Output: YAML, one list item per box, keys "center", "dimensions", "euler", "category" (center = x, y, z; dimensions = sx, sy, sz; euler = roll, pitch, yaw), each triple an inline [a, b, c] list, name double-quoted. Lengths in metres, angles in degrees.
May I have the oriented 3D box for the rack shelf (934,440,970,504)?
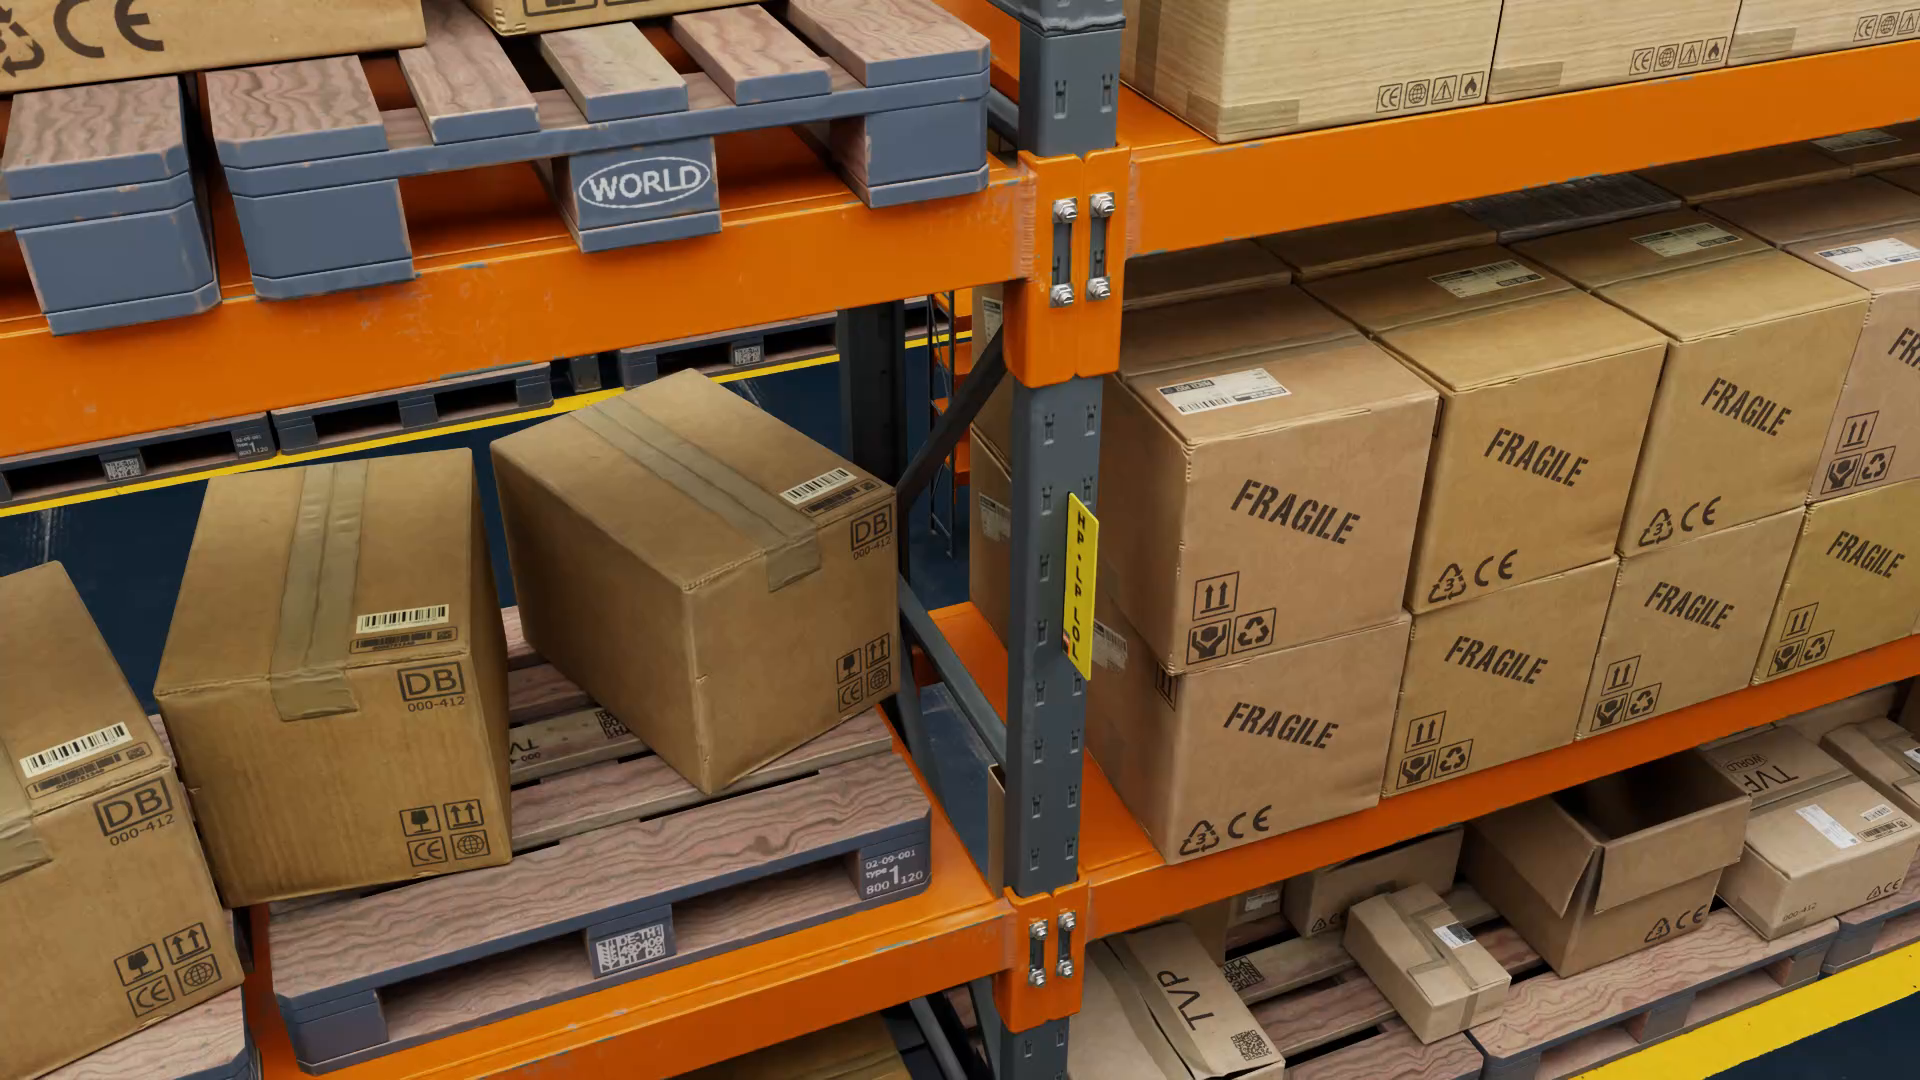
- center: [0.153, -0.315, 6.621]
  dimensions: [0.480, 0.148, 0.258]
  euler: [-13, 35, -19]
  category: "rack shelf"

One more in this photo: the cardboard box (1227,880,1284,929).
- center: [0.723, 0.927, 4.785]
  dimensions: [0.250, 0.149, 0.380]
  euler: [-13, 35, -19]
  category: "cardboard box"

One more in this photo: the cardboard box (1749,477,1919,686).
- center: [1.961, -0.046, 3.978]
  dimensions: [0.500, 0.500, 0.500]
  euler: [-13, 35, -20]
  category: "cardboard box"

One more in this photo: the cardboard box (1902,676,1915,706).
- center: [3.153, 0.371, 5.640]
  dimensions: [0.250, 0.149, 0.380]
  euler: [-13, 35, -19]
  category: "cardboard box"

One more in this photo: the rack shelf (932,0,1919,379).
- center: [1.829, -1.089, 3.582]
  dimensions: [4.000, 0.370, 1.077]
  euler: [-13, 35, -19]
  category: "rack shelf"

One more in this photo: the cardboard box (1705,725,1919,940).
- center: [2.379, 0.837, 4.831]
  dimensions: [0.500, 0.250, 0.500]
  euler: [-13, 35, -19]
  category: "cardboard box"

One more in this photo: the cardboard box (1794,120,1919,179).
- center: [2.219, -0.838, 4.279]
  dimensions: [0.500, 0.500, 0.500]
  euler: [-12, 35, -18]
  category: "cardboard box"

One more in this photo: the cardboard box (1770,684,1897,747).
- center: [2.600, 0.490, 5.364]
  dimensions: [0.500, 0.250, 0.500]
  euler: [-13, 35, -19]
  category: "cardboard box"

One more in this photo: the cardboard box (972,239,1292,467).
- center: [0.351, -0.409, 3.619]
  dimensions: [0.500, 0.500, 0.500]
  euler: [-13, 35, -19]
  category: "cardboard box"

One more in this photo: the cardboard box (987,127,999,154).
- center: [0.014, -2.106, 8.549]
  dimensions: [0.250, 0.149, 0.380]
  euler: [-13, 35, -18]
  category: "cardboard box"

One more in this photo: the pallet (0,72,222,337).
- center: [-1.599, -0.566, 2.292]
  dimensions: [1.003, 0.211, 1.213]
  euler: [-13, 35, -19]
  category: "pallet"

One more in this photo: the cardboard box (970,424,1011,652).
- center: [0.346, 0.013, 3.888]
  dimensions: [0.500, 0.500, 0.500]
  euler: [-12, 35, -18]
  category: "cardboard box"

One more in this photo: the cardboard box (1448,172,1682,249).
- center: [1.287, -0.625, 3.951]
  dimensions: [0.500, 0.500, 0.500]
  euler: [-13, 35, -19]
  category: "cardboard box"

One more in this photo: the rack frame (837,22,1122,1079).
- center: [-0.015, 0.289, 3.555]
  dimensions: [0.127, 3.000, 1.000]
  euler: [-13, 35, -19]
  category: "rack frame"

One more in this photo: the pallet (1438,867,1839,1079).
- center: [1.745, 1.054, 4.937]
  dimensions: [1.213, 0.211, 1.003]
  euler: [-13, 35, -19]
  category: "pallet"

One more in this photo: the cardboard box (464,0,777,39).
- center: [-0.508, -1.159, 2.462]
  dimensions: [0.600, 0.600, 0.600]
  euler: [-16, 36, -23]
  category: "cardboard box"

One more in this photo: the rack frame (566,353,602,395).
- center: [-1.937, -2.201, 7.382]
  dimensions: [0.127, 3.000, 1.000]
  euler: [-13, 35, -19]
  category: "rack frame"

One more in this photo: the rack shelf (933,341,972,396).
- center: [0.153, -0.669, 6.391]
  dimensions: [0.480, 0.148, 0.258]
  euler: [-13, 35, -19]
  category: "rack shelf"

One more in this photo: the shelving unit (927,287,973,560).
- center: [0.153, -0.538, 6.476]
  dimensions: [0.503, 1.200, 0.258]
  euler: [-13, 35, -19]
  category: "shelving unit"

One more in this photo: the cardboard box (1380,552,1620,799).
- center: [1.031, 0.167, 3.651]
  dimensions: [0.500, 0.500, 0.500]
  euler: [-12, 35, -18]
  category: "cardboard box"

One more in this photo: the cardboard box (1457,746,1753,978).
- center: [1.715, 0.752, 4.730]
  dimensions: [0.637, 0.503, 0.797]
  euler: [-13, 35, -19]
  category: "cardboard box"

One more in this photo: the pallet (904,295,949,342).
- center: [-0.079, -1.413, 8.728]
  dimensions: [1.213, 0.211, 1.003]
  euler: [-13, 35, -19]
  category: "pallet"

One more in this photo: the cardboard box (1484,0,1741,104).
- center: [0.991, -0.987, 2.904]
  dimensions: [0.500, 0.250, 0.500]
  euler: [-13, 35, -19]
  category: "cardboard box"

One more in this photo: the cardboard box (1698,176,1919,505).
- center: [1.953, -0.457, 3.693]
  dimensions: [0.500, 0.500, 0.500]
  euler: [-12, 35, -17]
  category: "cardboard box"

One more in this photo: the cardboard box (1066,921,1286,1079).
- center: [0.455, 1.252, 4.138]
  dimensions: [0.500, 0.311, 0.500]
  euler: [-13, 35, -19]
  category: "cardboard box"

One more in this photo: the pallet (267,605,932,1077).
- center: [-0.795, 0.483, 3.433]
  dimensions: [1.213, 0.211, 1.003]
  euler: [-13, 35, -19]
  category: "pallet"

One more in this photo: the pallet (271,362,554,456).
- center: [-2.619, -0.831, 7.834]
  dimensions: [1.213, 0.211, 1.003]
  euler: [-13, 35, -19]
  category: "pallet"

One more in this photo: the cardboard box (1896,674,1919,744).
- center: [3.267, 0.547, 5.048]
  dimensions: [0.500, 0.500, 0.500]
  euler: [-13, 35, -19]
  category: "cardboard box"

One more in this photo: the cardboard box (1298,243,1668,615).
- center: [1.003, -0.239, 3.359]
  dimensions: [0.500, 0.500, 0.500]
  euler: [-14, 36, -20]
  category: "cardboard box"

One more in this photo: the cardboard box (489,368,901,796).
- center: [-0.539, 0.059, 3.433]
  dimensions: [0.500, 0.500, 0.700]
  euler: [-26, 41, -34]
  category: "cardboard box"

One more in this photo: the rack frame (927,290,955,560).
- center: [-0.072, -0.486, 6.397]
  dimensions: [0.015, 1.200, 0.240]
  euler: [-13, 35, -19]
  category: "rack frame"

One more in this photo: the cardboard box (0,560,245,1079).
- center: [-1.621, 0.475, 2.792]
  dimensions: [0.500, 0.500, 0.700]
  euler: [-23, 39, -31]
  category: "cardboard box"

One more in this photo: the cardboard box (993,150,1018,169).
- center: [0.220, -1.764, 8.617]
  dimensions: [0.500, 0.500, 0.700]
  euler: [-14, 36, -20]
  category: "cardboard box"

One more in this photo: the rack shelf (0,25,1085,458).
- center: [-1.860, -0.244, 2.284]
  dimensions: [4.000, 0.370, 1.077]
  euler: [-13, 35, -19]
  category: "rack shelf"
